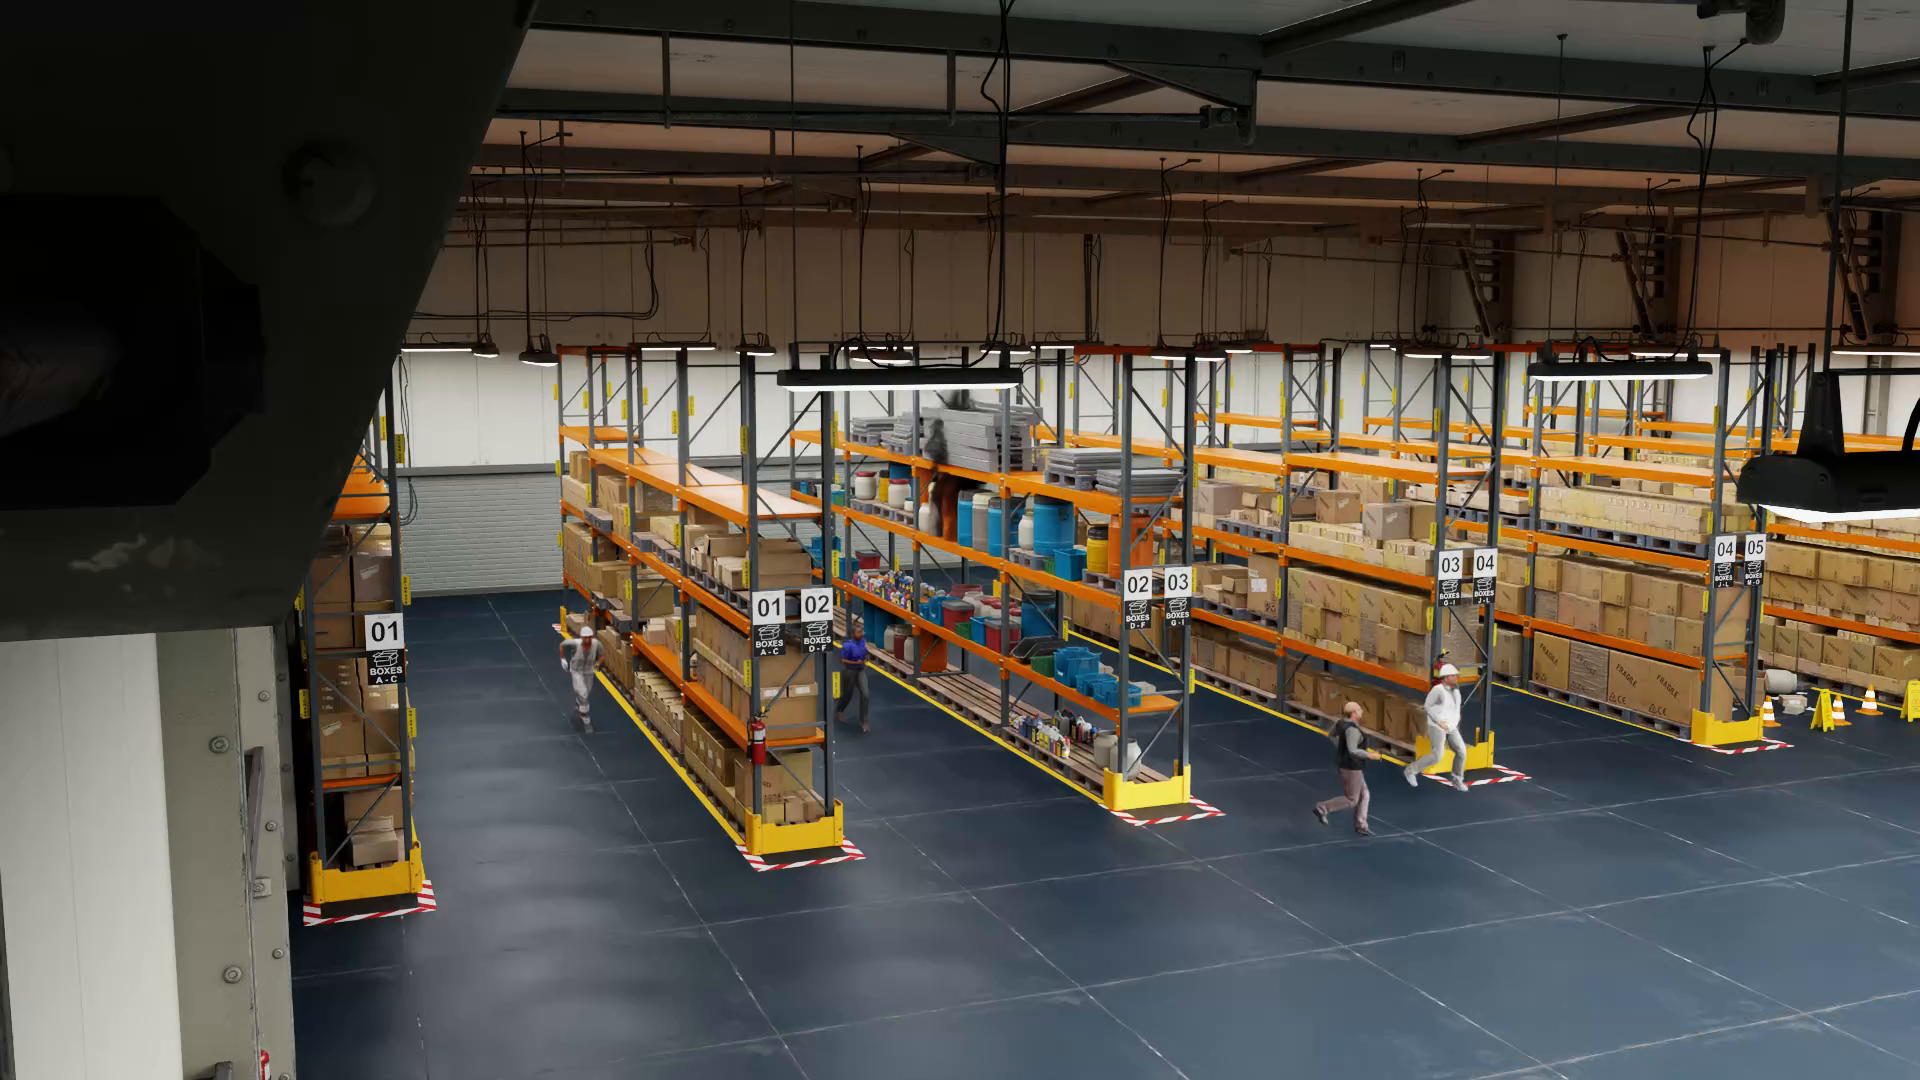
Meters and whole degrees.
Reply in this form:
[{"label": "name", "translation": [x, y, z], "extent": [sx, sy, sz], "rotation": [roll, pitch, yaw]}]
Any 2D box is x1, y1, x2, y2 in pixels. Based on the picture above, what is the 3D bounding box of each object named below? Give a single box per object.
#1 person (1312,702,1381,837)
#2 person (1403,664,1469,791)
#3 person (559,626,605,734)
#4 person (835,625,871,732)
[{"label": "person", "translation": [4.824, 2.876, 20.789], "extent": [0.853, 1.736, 0.668], "rotation": [0, 7, 1]}, {"label": "person", "translation": [6.626, 2.588, 22.908], "extent": [0.879, 1.774, 0.715], "rotation": [-7, 10, -42]}, {"label": "person", "translation": [-6.013, 2.172, 26.408], "extent": [0.696, 1.731, 1.053], "rotation": [-3, 8, -25]}, {"label": "person", "translation": [-1.701, 2.168, 26.462], "extent": [0.599, 1.693, 0.918], "rotation": [-6, 9, -38]}]
